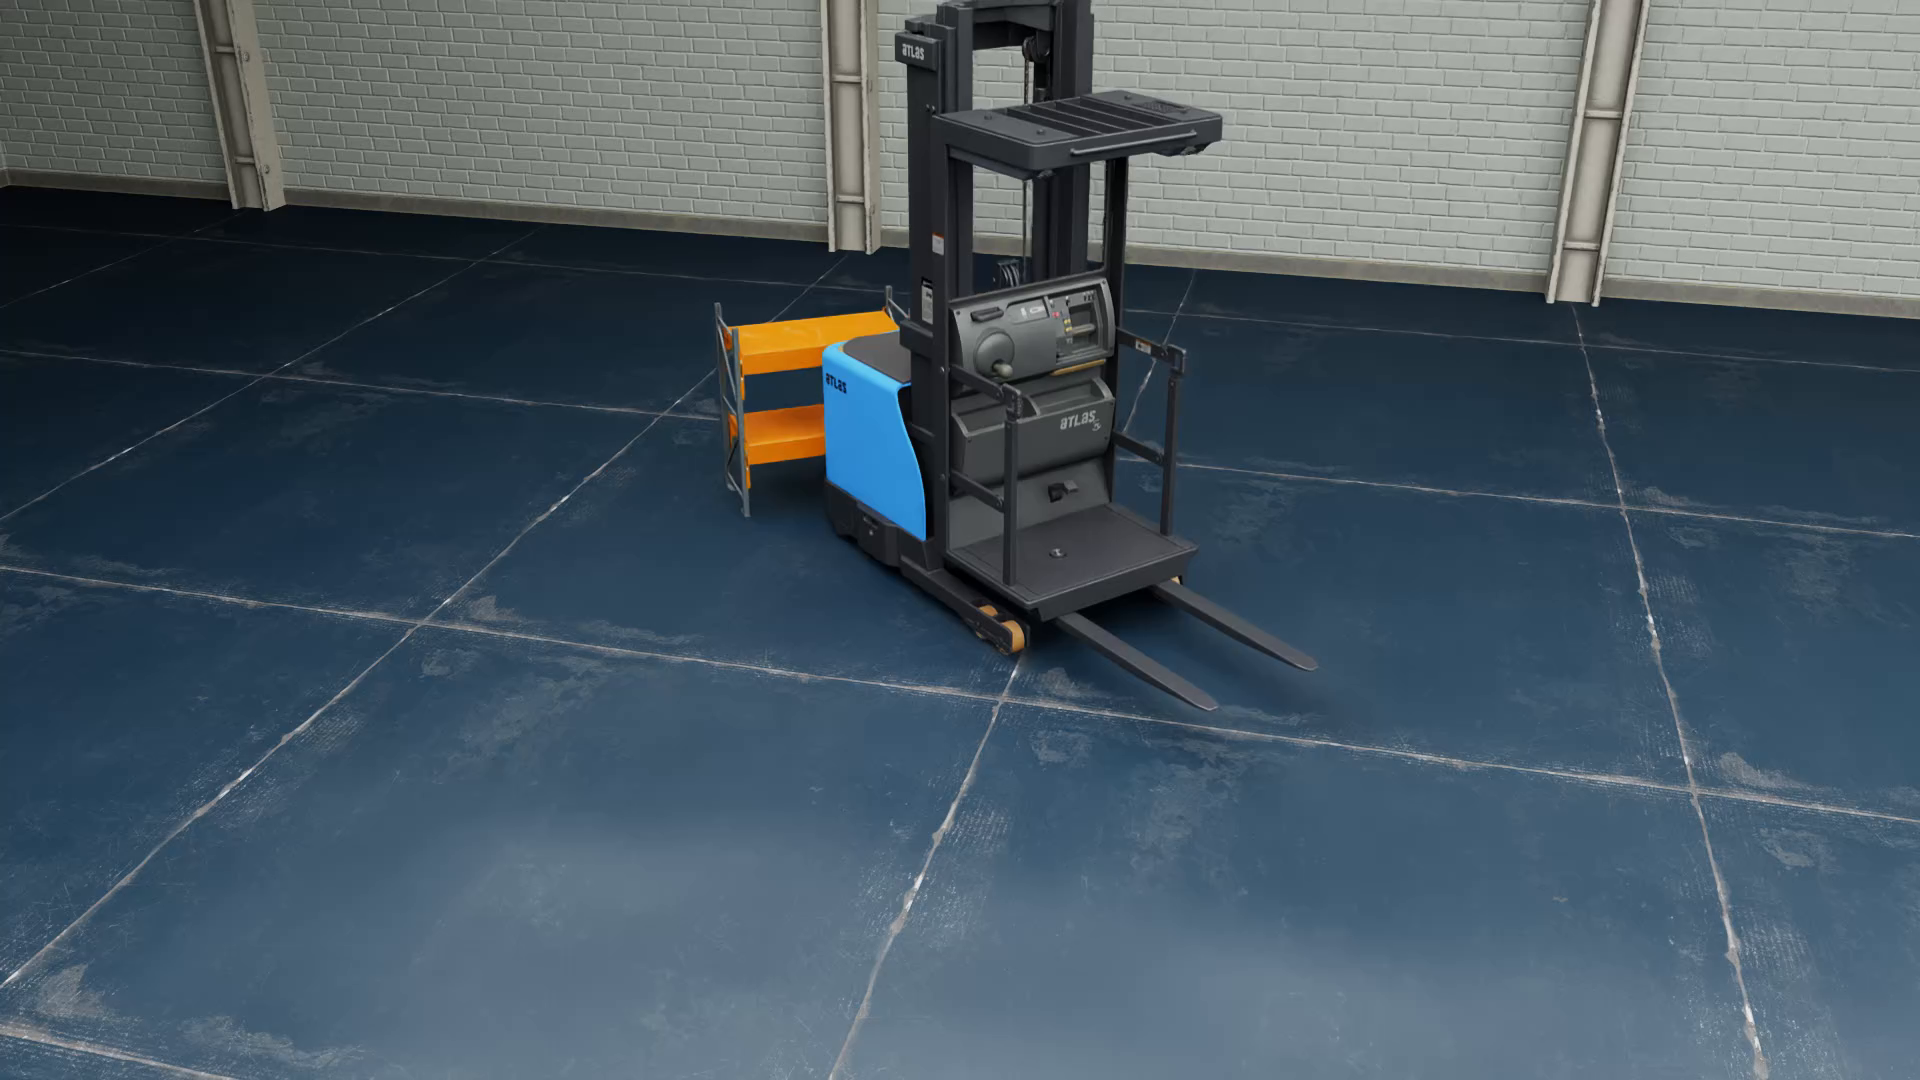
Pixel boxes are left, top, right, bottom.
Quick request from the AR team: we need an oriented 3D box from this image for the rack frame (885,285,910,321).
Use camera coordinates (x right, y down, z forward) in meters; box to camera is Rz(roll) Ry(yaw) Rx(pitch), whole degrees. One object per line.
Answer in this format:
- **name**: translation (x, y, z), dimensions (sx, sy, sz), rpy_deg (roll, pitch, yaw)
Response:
- **rack frame**: translation (-0.343, -0.886, 9.803), dimensions (0.032, 1.125, 0.500), rpy_deg (-9, 27, -17)

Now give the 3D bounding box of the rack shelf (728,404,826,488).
- **rack shelf**: translation (-0.823, -0.593, 9.755), dimensions (1.000, 0.278, 0.538), rpy_deg (-9, 27, -17)

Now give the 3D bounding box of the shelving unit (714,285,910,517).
- **shelving unit**: translation (-0.823, -0.814, 9.650), dimensions (1.048, 1.125, 0.538), rpy_deg (-9, 27, -17)

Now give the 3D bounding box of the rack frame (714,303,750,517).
- **rack frame**: translation (-1.302, -0.741, 9.498), dimensions (0.032, 1.125, 0.500), rpy_deg (-9, 27, -17)

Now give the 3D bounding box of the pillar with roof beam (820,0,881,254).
- **pillar with roof beam**: translation (-1.995, -4.841, 8.950), dimensions (0.400, 9.000, 9.100), rpy_deg (6, 26, 13)

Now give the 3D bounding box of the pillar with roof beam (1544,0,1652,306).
- **pillar with roof beam**: translation (3.816, -4.199, 7.601), dimensions (0.400, 9.000, 9.100), rpy_deg (6, 26, 13)

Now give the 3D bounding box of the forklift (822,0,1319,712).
- **forklift**: translation (0.491, -1.000, 7.942), dimensions (1.130, 2.935, 3.031), rpy_deg (-17, 30, -31)

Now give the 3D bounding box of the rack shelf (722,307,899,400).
- **rack shelf**: translation (-0.823, -1.078, 9.524), dimensions (1.000, 0.278, 0.538), rpy_deg (-9, 27, -17)

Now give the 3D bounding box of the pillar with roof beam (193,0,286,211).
- **pillar with roof beam**: translation (-7.806, -5.484, 10.300), dimensions (0.400, 9.000, 9.100), rpy_deg (6, 26, 13)
